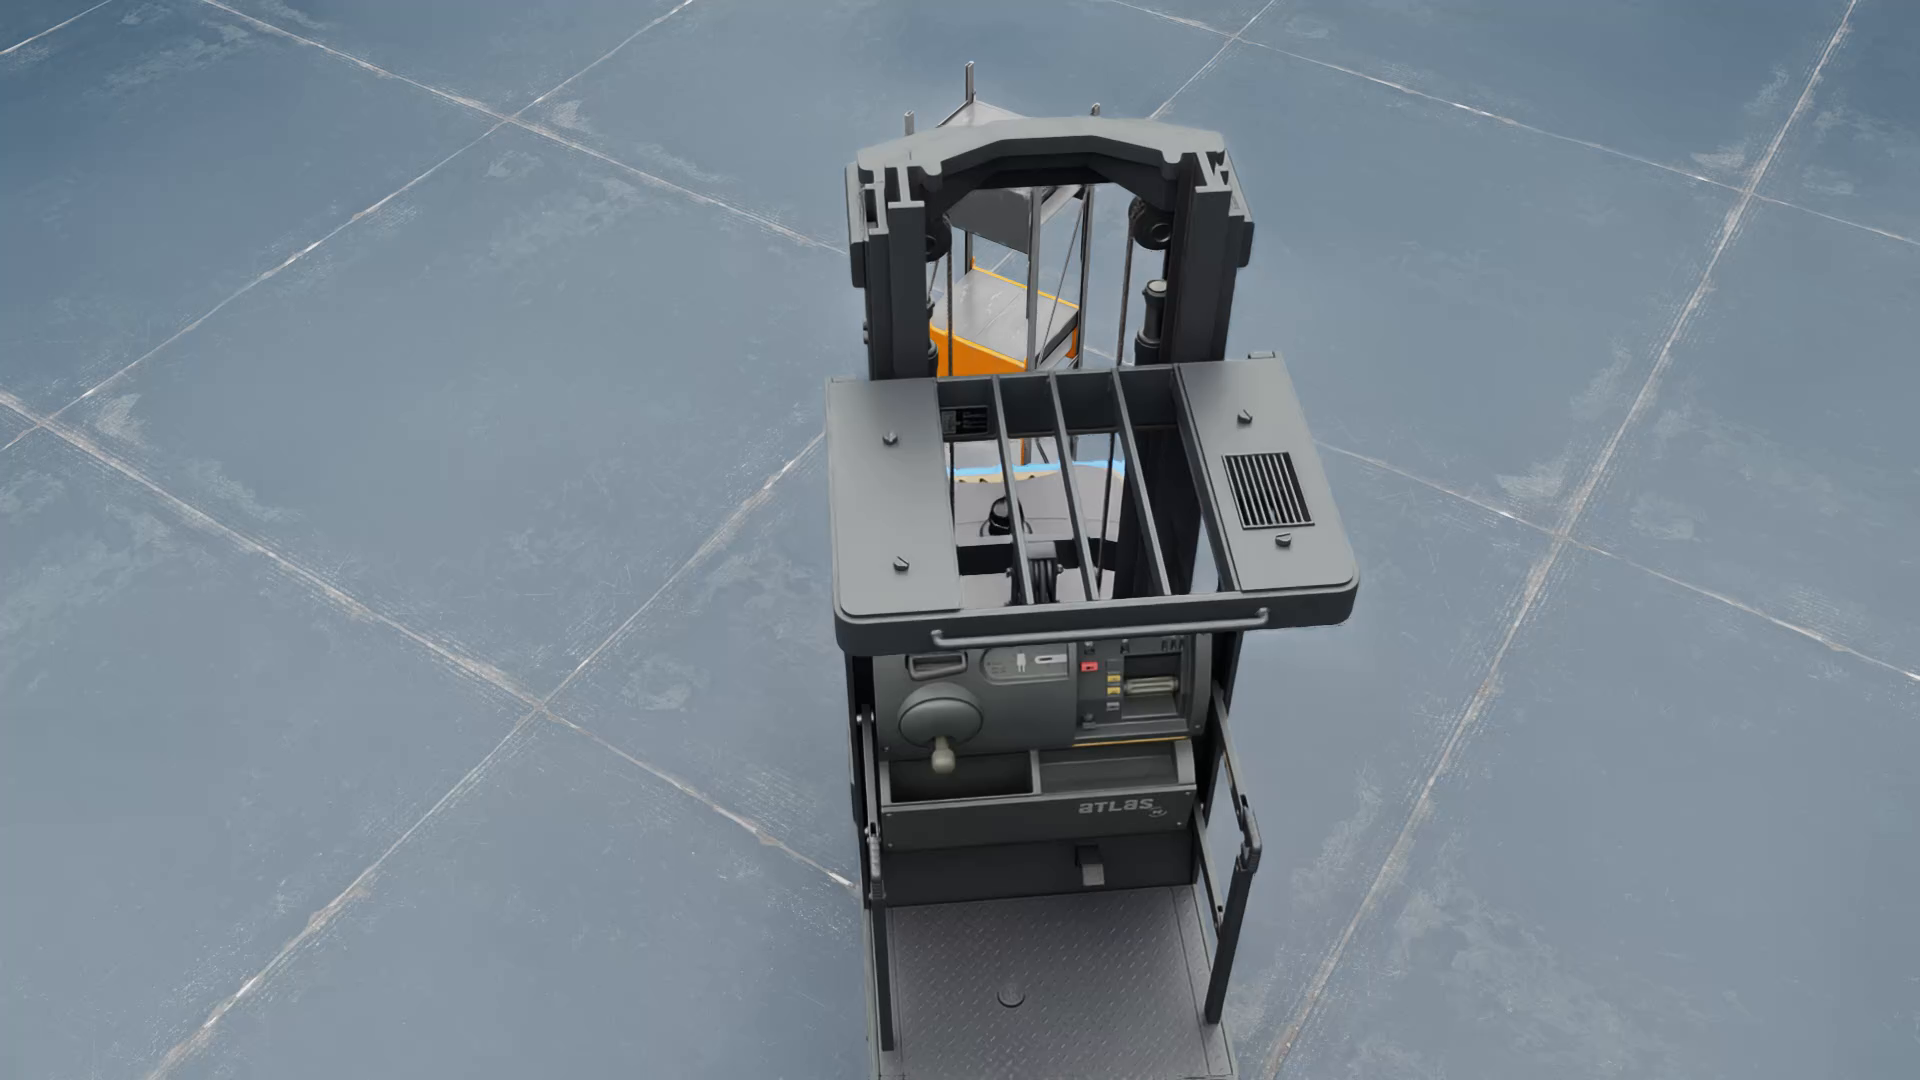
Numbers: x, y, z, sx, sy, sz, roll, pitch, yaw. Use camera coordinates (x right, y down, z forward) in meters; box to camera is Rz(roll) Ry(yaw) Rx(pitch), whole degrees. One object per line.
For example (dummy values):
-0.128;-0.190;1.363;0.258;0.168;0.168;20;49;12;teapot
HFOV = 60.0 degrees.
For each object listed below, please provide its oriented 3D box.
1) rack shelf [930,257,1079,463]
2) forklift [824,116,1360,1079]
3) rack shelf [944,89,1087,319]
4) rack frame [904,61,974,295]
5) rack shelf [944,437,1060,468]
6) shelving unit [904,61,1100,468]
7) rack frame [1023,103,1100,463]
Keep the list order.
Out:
0.139;-0.658;6.166;0.480;0.518;0.431;25;51;22;rack shelf
0.249;0.520;4.423;1.130;2.935;3.031;-4;46;-4;forklift
0.139;-1.146;5.664;0.480;0.518;0.431;25;51;22;rack shelf
-0.066;-0.762;6.248;0.015;2.100;0.400;25;51;22;rack frame
0.139;-0.170;6.668;0.480;0.518;0.431;25;51;22;rack shelf
0.139;-0.668;6.157;0.503;2.100;0.431;25;51;22;shelving unit
0.345;-0.573;6.065;0.015;2.100;0.400;25;51;22;rack frame
